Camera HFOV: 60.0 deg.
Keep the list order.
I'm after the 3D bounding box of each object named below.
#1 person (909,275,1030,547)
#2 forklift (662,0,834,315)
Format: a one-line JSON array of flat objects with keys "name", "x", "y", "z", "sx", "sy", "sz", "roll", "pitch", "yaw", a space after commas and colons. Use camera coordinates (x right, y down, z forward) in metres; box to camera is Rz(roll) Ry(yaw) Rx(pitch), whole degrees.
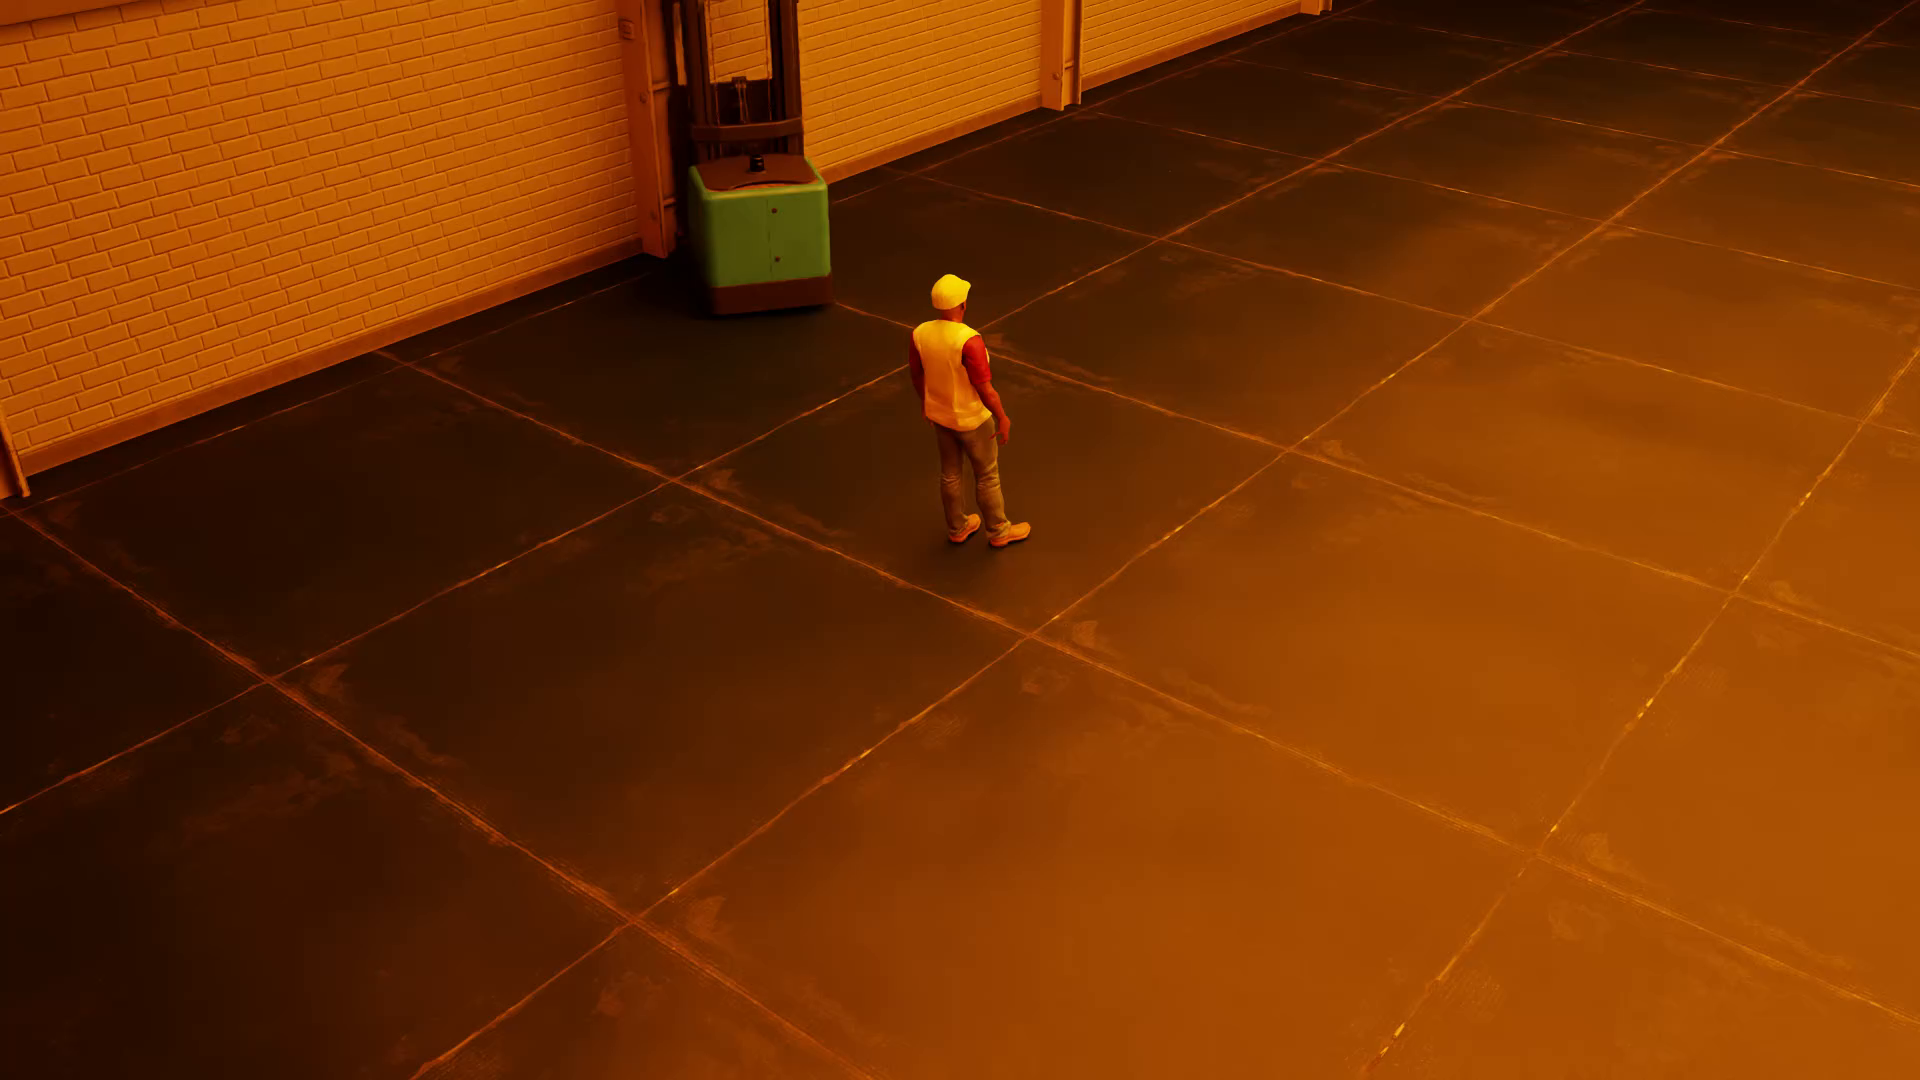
[{"name": "person", "x": 0.049, "y": -0.794, "z": 10.094, "sx": 0.665, "sy": 1.765, "sz": 0.577, "roll": 22, "pitch": 37, "yaw": 33}, {"name": "forklift", "x": -1.942, "y": -3.820, "z": 14.132, "sx": 1.130, "sy": 2.935, "sz": 3.031, "roll": -8, "pitch": 31, "yaw": -14}]
